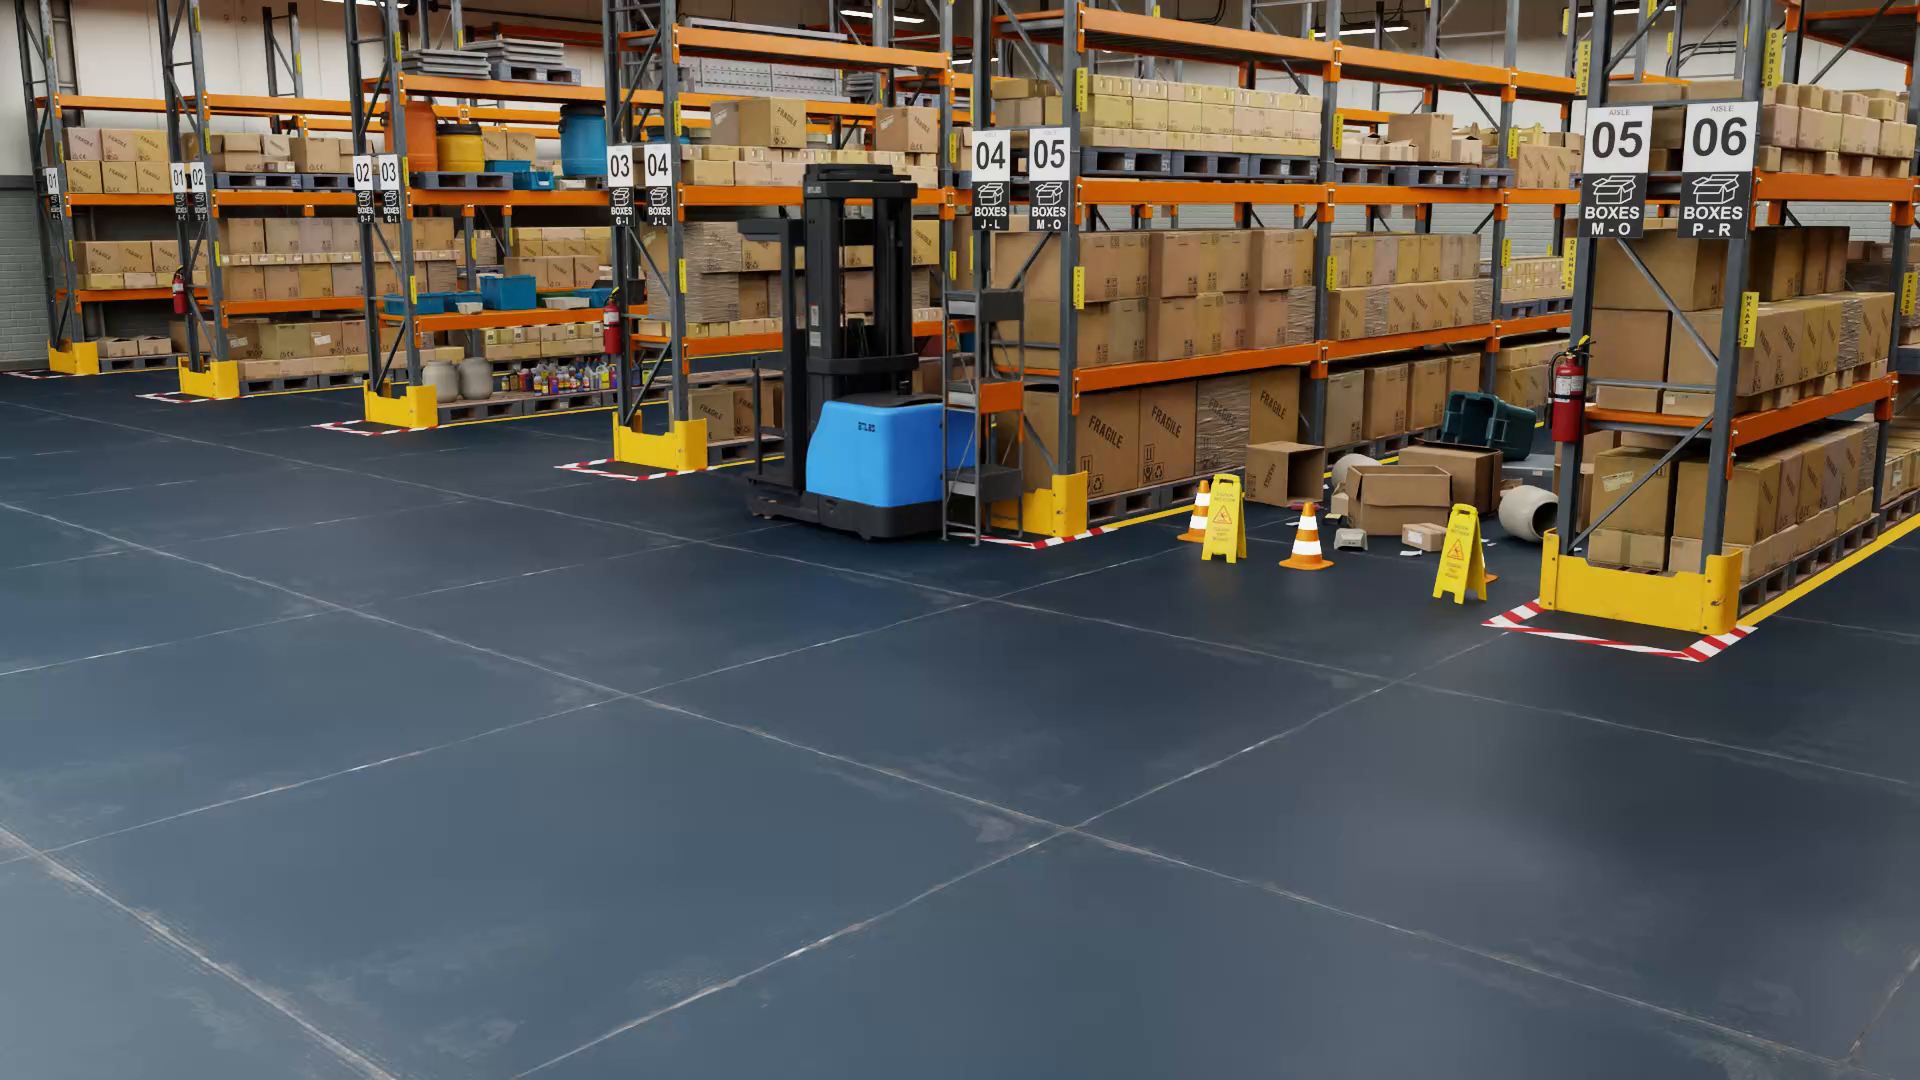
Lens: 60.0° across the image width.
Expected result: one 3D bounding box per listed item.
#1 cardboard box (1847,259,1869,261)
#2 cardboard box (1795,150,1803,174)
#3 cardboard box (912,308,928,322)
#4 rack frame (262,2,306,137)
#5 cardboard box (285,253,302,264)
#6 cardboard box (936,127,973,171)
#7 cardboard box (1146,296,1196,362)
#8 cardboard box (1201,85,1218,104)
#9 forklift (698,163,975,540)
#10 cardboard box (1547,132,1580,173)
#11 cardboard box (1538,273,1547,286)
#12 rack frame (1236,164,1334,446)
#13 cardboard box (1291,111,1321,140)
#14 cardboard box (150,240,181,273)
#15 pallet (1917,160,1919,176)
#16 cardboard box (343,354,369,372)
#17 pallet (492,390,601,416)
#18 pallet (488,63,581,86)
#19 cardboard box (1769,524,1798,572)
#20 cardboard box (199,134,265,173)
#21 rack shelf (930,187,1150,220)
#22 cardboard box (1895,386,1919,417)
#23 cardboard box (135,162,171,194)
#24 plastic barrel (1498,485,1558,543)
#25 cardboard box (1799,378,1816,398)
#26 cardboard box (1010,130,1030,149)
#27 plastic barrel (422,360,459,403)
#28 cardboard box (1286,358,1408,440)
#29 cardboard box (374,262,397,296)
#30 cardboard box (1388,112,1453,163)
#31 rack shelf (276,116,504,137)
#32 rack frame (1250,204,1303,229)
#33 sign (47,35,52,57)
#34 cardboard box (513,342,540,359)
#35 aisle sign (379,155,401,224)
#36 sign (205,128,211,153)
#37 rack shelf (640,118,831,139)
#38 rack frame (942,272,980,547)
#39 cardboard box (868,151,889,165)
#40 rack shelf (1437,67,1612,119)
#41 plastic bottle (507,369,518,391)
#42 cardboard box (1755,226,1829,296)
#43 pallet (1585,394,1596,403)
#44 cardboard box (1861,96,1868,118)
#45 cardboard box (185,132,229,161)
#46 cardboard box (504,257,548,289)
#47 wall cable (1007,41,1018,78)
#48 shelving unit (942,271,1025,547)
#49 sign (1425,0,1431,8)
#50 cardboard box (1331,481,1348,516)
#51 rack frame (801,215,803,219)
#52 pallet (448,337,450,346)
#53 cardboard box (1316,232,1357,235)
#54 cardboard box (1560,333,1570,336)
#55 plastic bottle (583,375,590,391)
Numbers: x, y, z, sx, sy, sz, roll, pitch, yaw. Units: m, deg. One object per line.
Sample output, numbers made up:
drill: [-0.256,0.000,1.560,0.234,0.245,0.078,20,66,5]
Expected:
cardboard box: [7.405,-2.125,14.106,0.500,0.500,0.500,10,15,41]
cardboard box: [5.220,-2.444,10.772,0.380,0.149,0.250,10,15,40]
cardboard box: [-0.592,-2.606,19.244,0.380,0.149,0.250,10,15,40]
rack frame: [-11.661,-7.698,28.778,1.000,3.000,0.127,10,15,40]
cardboard box: [-9.651,-4.037,23.855,0.380,0.149,0.250,9,15,39]
cardboard box: [-0.114,-4.619,19.683,0.797,0.503,0.637,9,14,38]
cardboard box: [1.542,-1.874,14.553,0.875,0.550,0.550,10,15,40]
cardboard box: [1.988,-3.816,14.281,0.380,0.149,0.250,10,15,41]
forklift: [-1.166,-1.667,14.075,1.130,2.935,3.031,-9,15,-39]
cardboard box: [7.323,-4.873,20.956,0.797,0.503,0.637,10,15,40]
cardboard box: [6.954,-3.195,20.357,0.380,0.149,0.250,10,15,40]
rack frame: [3.161,-2.179,16.461,1.000,3.000,0.127,10,15,40]
cardboard box: [3.029,-3.871,15.573,0.500,0.250,0.500,10,15,40]
cardboard box: [-13.081,-4.650,27.250,0.500,0.500,0.500,9,14,39]
pallet: [8.116,-3.162,14.208,1.213,0.211,1.003,10,15,40]
cardboard box: [-9.065,-2.656,24.798,0.500,0.250,0.500,10,15,40]
pallet: [-5.499,-1.834,21.855,1.003,0.211,1.213,10,15,40]
pallet: [-5.547,-5.823,20.894,1.003,0.211,1.213,10,15,40]
cardboard box: [5.388,0.020,11.399,0.500,0.250,0.500,10,15,42]
cardboard box: [-10.195,-5.408,23.277,0.637,0.503,0.797,-11,16,-44]
rack shelf: [0.822,-4.247,20.996,1.077,0.370,4.000,10,15,40]
cardboard box: [10.104,-1.397,16.900,0.875,0.875,0.875,10,15,40]
cardboard box: [-13.172,-5.866,26.955,0.500,0.500,0.500,11,16,43]
plastic barrel: [4.531,-0.201,13.139,0.421,0.421,0.512,-2,11,-9]
cardboard box: [5.750,-1.088,11.642,0.380,0.149,0.250,9,15,39]
cardboard box: [0.485,-3.286,13.659,0.380,0.149,0.250,10,15,40]
plastic barrel: [-6.482,-1.979,20.743,0.421,0.512,0.421,0,11,0]
cardboard box: [4.142,-1.526,17.864,1.050,0.750,0.750,10,15,40]
cardboard box: [-8.903,-3.947,25.061,0.700,0.500,0.500,10,15,41]
cardboard box: [4.864,-4.250,17.591,0.500,0.500,0.500,10,15,40]
rack shelf: [-10.341,-7.443,30.361,1.077,0.370,4.000,10,15,40]
rack frame: [4.782,-4.012,25.639,1.000,3.000,0.127,10,15,40]
sign: [-13.894,-7.536,25.381,0.100,0.325,0.005,10,15,40]
cardboard box: [-7.146,-3.076,26.902,0.500,0.250,0.500,10,15,42]
aisle sign: [-6.687,-4.113,19.509,0.394,0.787,0.004,10,15,40]
sign: [-10.165,-5.393,22.464,0.100,0.325,0.005,10,15,40]
rack shelf: [-3.977,-7.392,30.103,1.077,0.370,4.000,10,15,40]
rack frame: [0.008,-1.003,12.870,0.015,2.100,0.400,-11,16,-43]
cardboard box: [-1.004,-4.223,18.403,0.380,0.149,0.250,9,15,39]
rack shelf: [7.121,-5.454,20.403,1.077,0.370,4.000,10,15,40]
plastic bottle: [-5.913,-2.117,21.963,0.061,0.283,0.133,10,15,42]
cardboard box: [6.139,-2.130,12.649,0.700,0.500,0.500,10,15,41]
pallet: [7.929,-1.874,22.053,1.003,0.211,1.213,10,15,40]
cardboard box: [6.095,-3.018,11.610,0.380,0.149,0.250,10,15,41]
cardboard box: [-12.479,-6.507,27.615,0.500,0.500,0.500,9,14,38]
cardboard box: [-7.070,-4.354,27.095,0.500,0.500,0.500,-11,16,-43]
wall cable: [2.295,-10.854,39.611,3.097,2.526,0.112,10,15,40]
shelving unit: [0.182,-1.036,13.038,0.503,2.100,0.431,-11,16,-43]
sign: [5.387,-6.275,19.065,0.100,0.325,0.005,10,15,40]
cardboard box: [3.409,-0.347,14.270,0.258,0.266,0.396,-9,14,-38]
rack frame: [-2.656,-5.293,32.055,1.000,3.000,0.127,10,15,40]
pallet: [-10.343,-3.684,31.116,1.003,0.211,1.213,10,15,40]
cardboard box: [6.236,-4.854,27.565,0.500,0.500,0.500,9,15,39]
cardboard box: [8.140,-2.561,21.772,0.500,0.250,0.500,9,15,39]
plastic bottle: [-4.935,-2.067,21.921,0.097,0.201,0.097,0,11,0]
